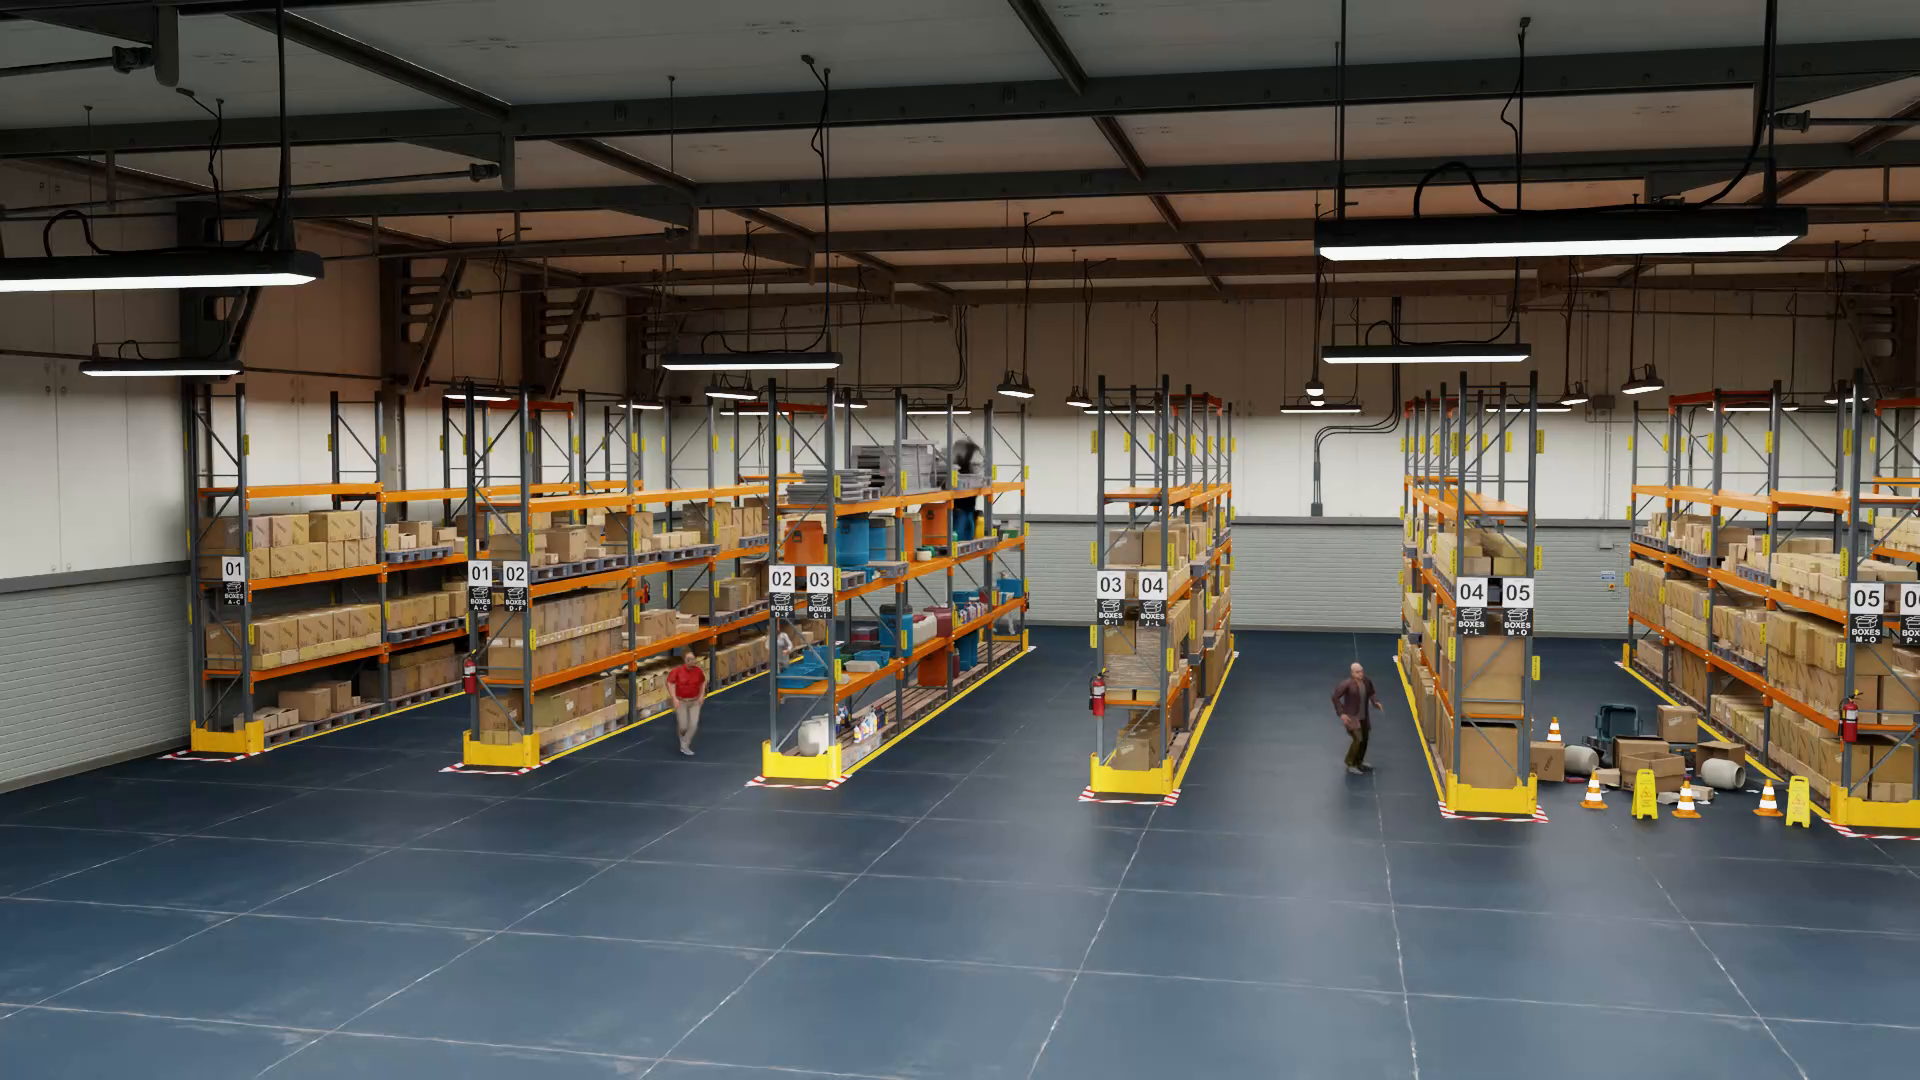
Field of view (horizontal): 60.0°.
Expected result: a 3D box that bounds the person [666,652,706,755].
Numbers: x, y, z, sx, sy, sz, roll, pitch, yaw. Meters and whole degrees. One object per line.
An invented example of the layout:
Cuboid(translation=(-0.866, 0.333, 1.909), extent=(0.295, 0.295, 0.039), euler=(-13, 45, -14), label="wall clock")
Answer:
Cuboid(translation=(-4.443, 2.635, 26.976), extent=(0.660, 1.670, 0.572), euler=(-1, 4, -23), label="person")

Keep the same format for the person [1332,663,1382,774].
Cuboid(translation=(6.085, 2.720, 25.440), extent=(0.748, 1.717, 0.807), euler=(-2, 4, -28), label="person")

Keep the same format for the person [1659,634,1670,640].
Cuboid(translation=(16.422, 1.962, 38.366), extent=(0.613, 1.593, 0.561), euler=(2, 4, 37), label="person")

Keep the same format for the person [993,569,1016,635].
Cuboid(translation=(1.152, 1.636, 43.987), extent=(0.845, 1.740, 0.596), euler=(3, 4, 38), label="person")

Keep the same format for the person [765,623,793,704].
Cuboid(translation=(-3.518, 2.356, 32.365), extent=(0.560, 1.566, 0.778), euler=(1, 3, 9), label="person")
